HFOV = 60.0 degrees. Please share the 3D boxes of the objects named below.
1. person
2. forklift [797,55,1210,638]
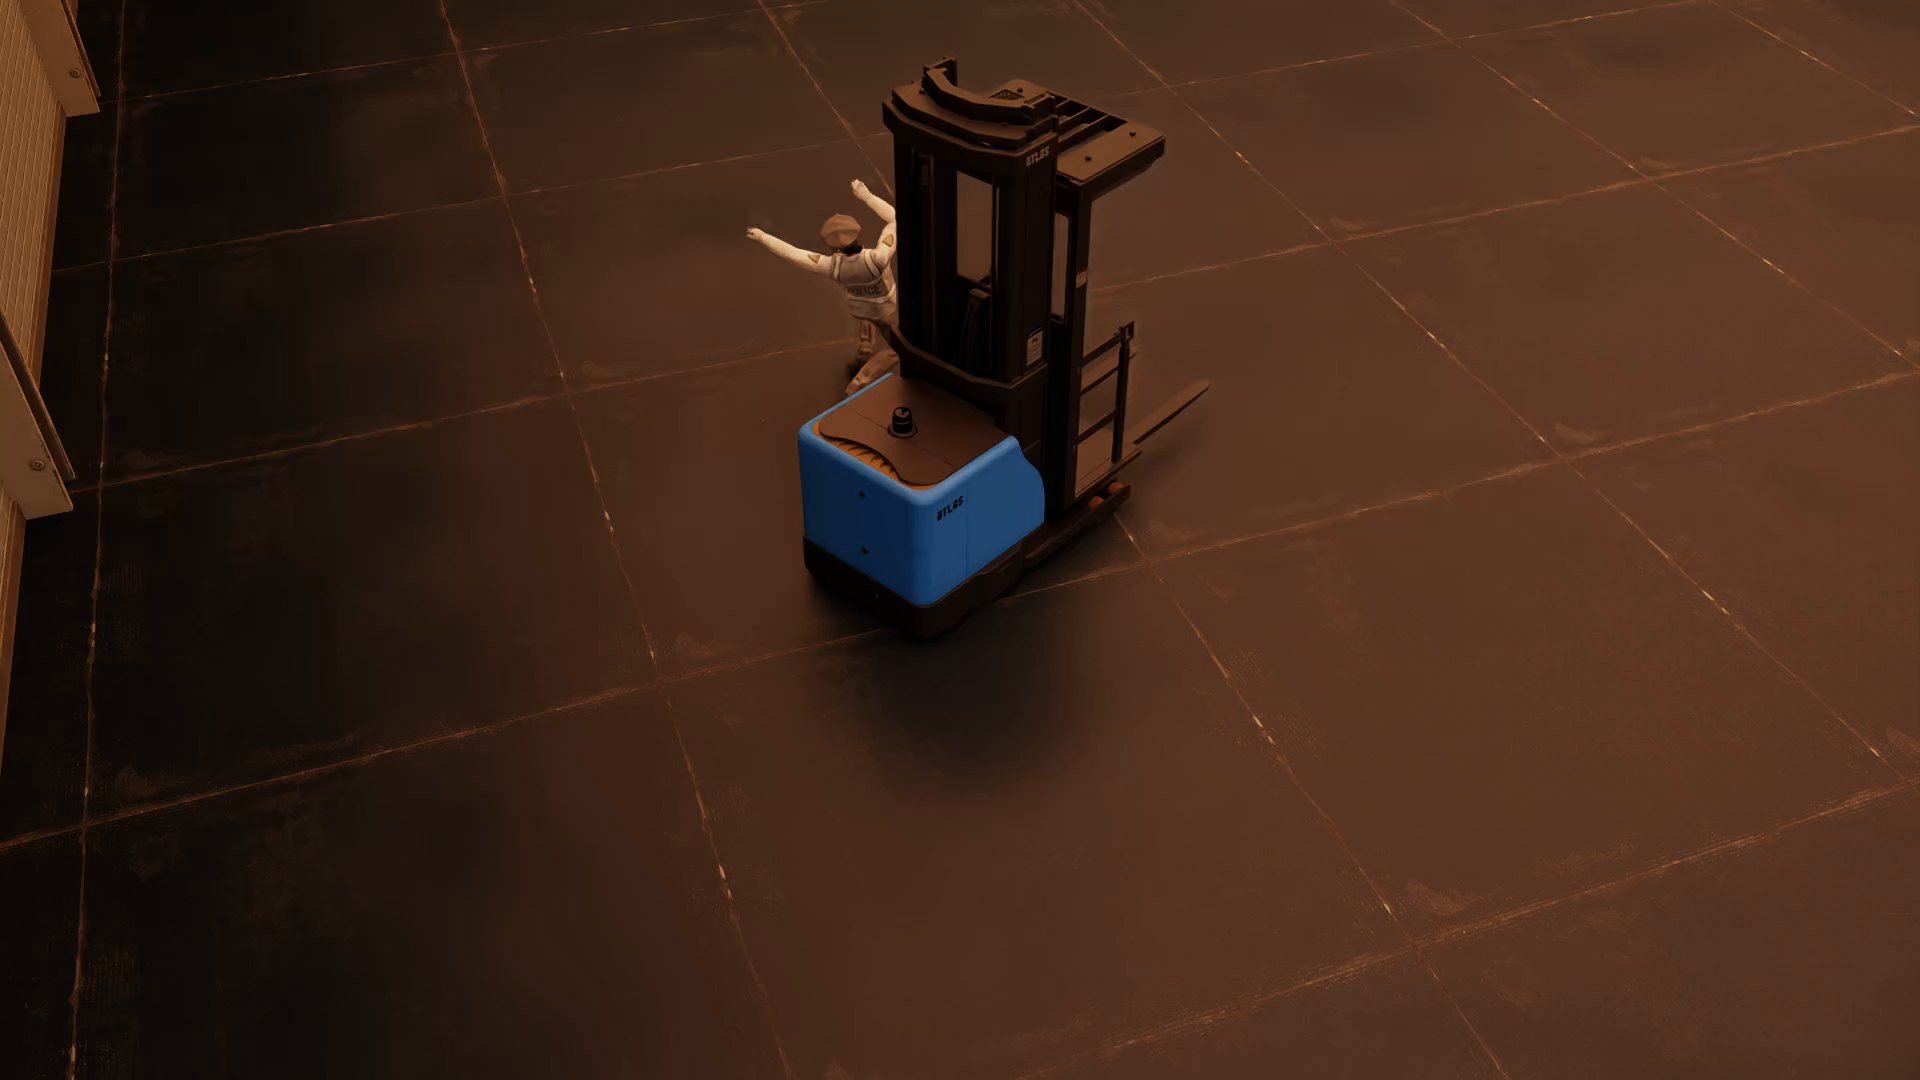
[{"bbox_3d":[-0.839,-1.729,11.188,1.014,1.517,0.826,14,42,16],"label":"person"},{"bbox_3d":[0.425,-1.426,9.695,1.130,2.935,3.031,30,48,31],"label":"forklift"}]
